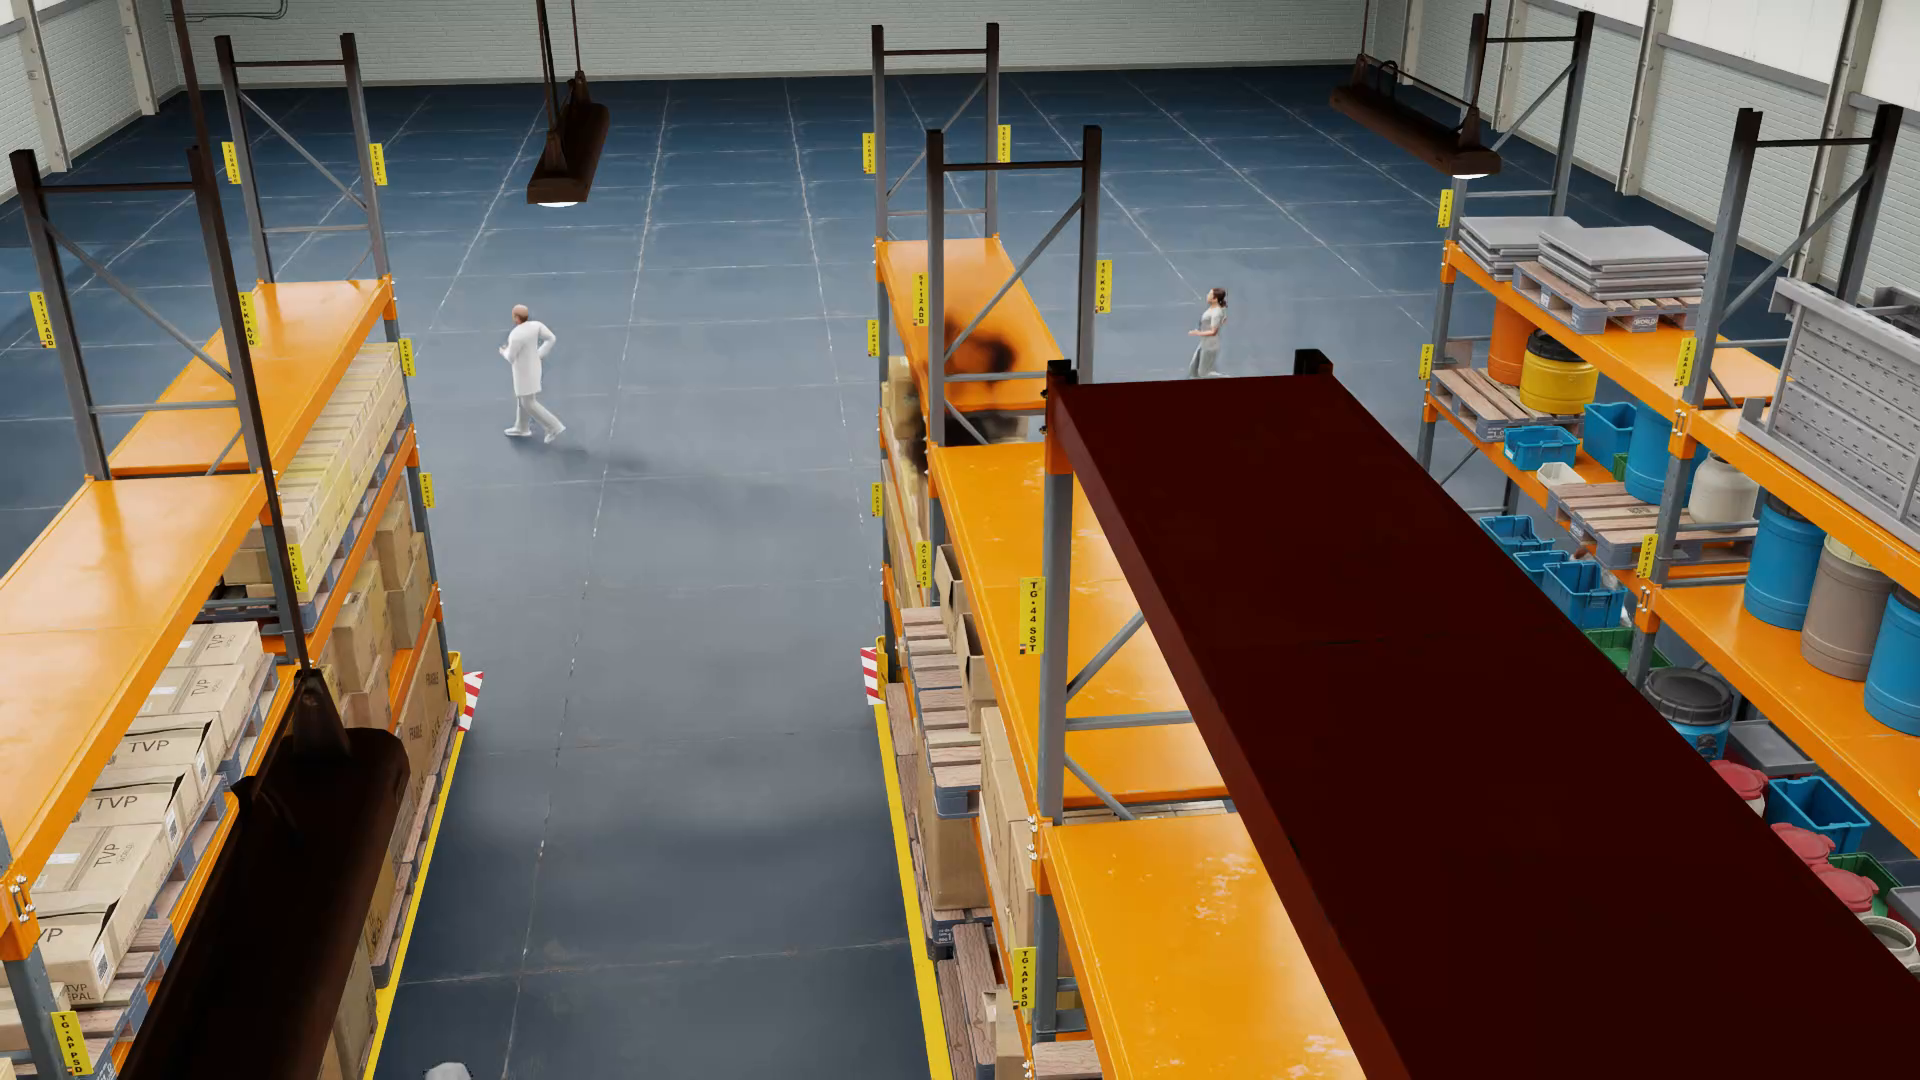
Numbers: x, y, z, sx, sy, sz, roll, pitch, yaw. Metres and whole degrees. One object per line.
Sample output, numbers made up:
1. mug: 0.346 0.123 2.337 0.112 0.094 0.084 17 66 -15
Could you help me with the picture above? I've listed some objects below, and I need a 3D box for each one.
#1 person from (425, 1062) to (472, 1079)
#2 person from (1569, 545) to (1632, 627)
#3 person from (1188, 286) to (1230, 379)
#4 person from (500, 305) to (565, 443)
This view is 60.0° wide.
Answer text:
1. person: -2.668 3.582 9.041 0.600 1.742 0.794 -7 26 -14
2. person: 6.079 0.222 15.935 0.714 1.789 0.911 -10 27 -20
3. person: 3.341 -2.566 21.985 0.802 1.635 0.575 4 26 9
4. person: -5.391 -2.078 20.742 0.961 1.768 0.715 8 27 17
